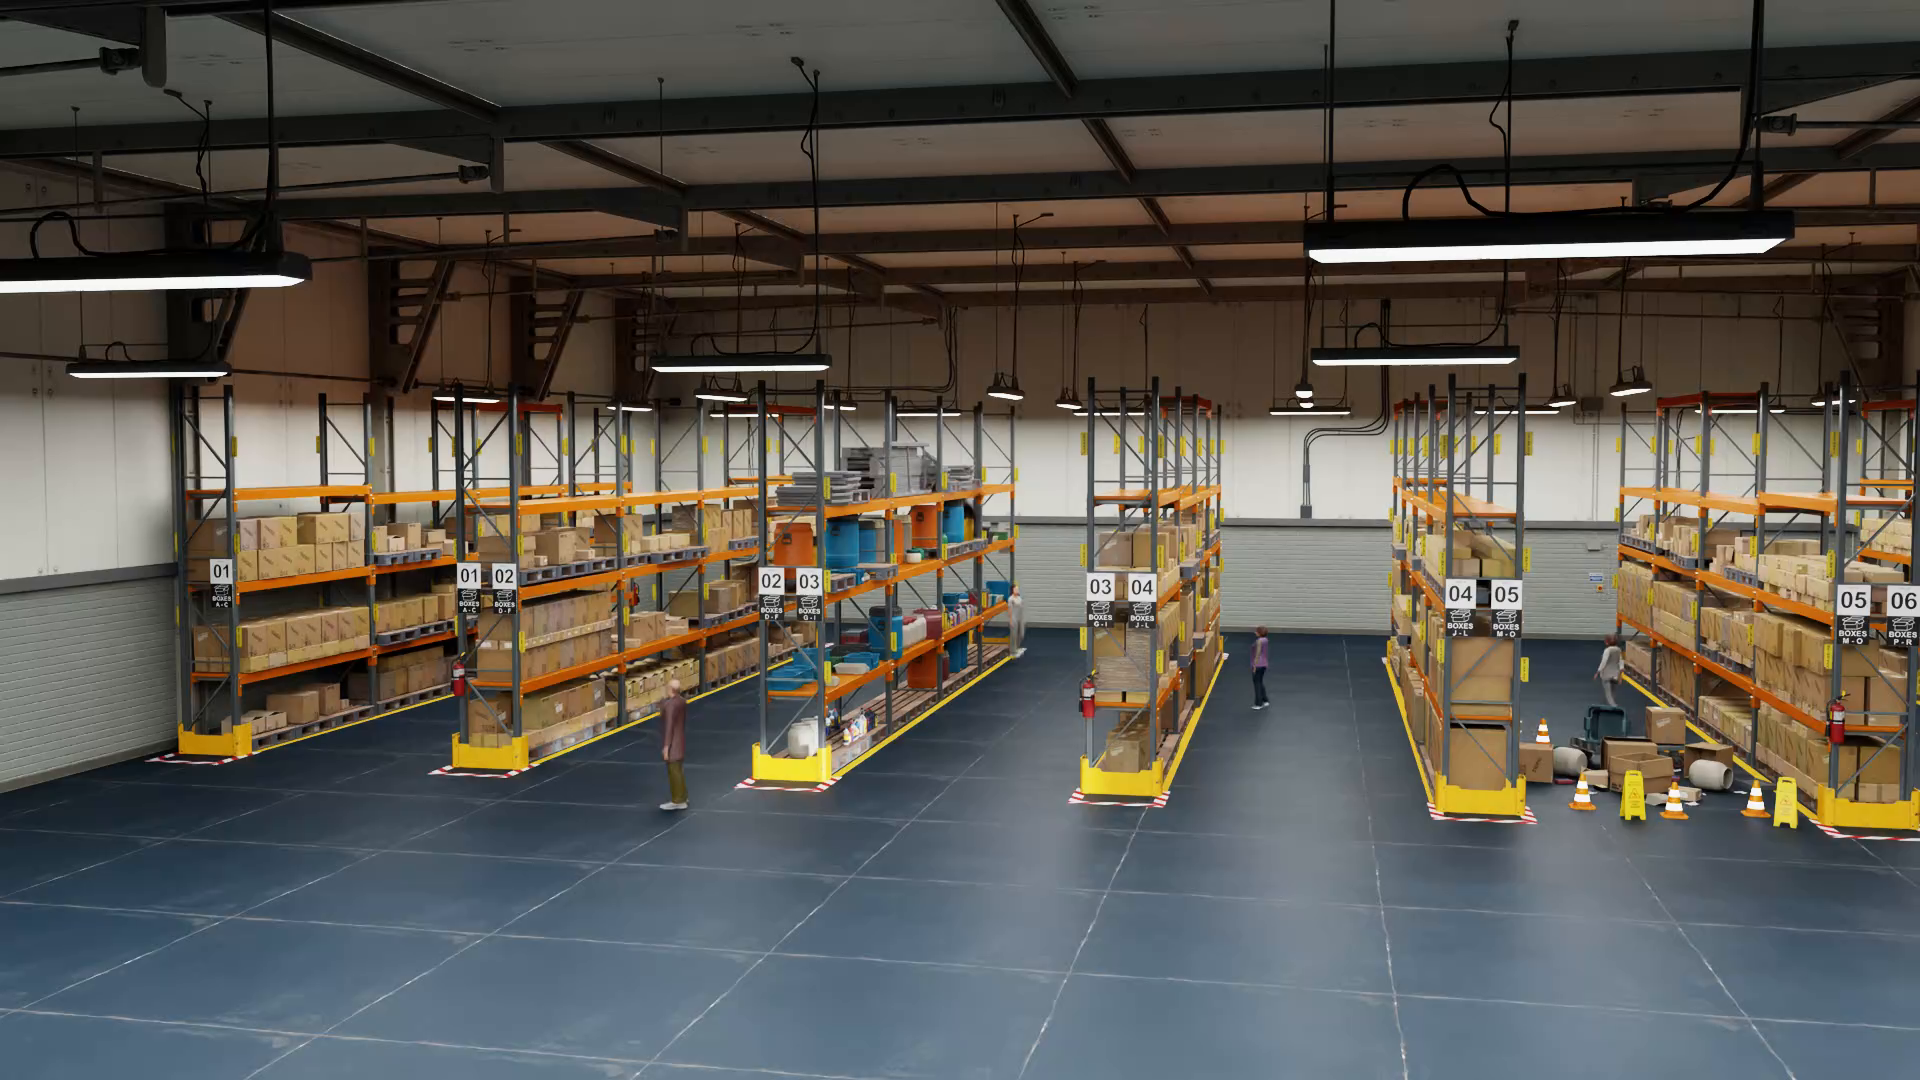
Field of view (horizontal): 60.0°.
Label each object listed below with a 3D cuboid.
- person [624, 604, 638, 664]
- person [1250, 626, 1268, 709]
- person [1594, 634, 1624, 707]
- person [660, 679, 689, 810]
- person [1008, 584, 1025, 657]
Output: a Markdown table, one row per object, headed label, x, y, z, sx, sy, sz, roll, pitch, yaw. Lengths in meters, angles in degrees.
| label | x | y | z | sx | sy | sz | roll | pitch | yaw |
| --- | --- | --- | --- | --- | --- | --- | --- | --- | --- |
| person | -7.203 | 2.194 | 35.853 | 0.545 | 1.618 | 0.598 | -3 | 4 | -41 |
| person | 5.709 | 2.429 | 31.730 | 0.299 | 1.605 | 0.474 | 3 | 4 | 39 |
| person | 11.866 | 2.500 | 30.381 | 0.495 | 1.578 | 0.841 | 0 | 3 | 0 |
| person | -3.959 | 2.833 | 22.973 | 0.407 | 1.820 | 0.677 | 0 | 3 | 6 |
| person | 1.271 | 1.845 | 38.148 | 0.435 | 1.673 | 0.507 | 3 | 4 | 44 |
